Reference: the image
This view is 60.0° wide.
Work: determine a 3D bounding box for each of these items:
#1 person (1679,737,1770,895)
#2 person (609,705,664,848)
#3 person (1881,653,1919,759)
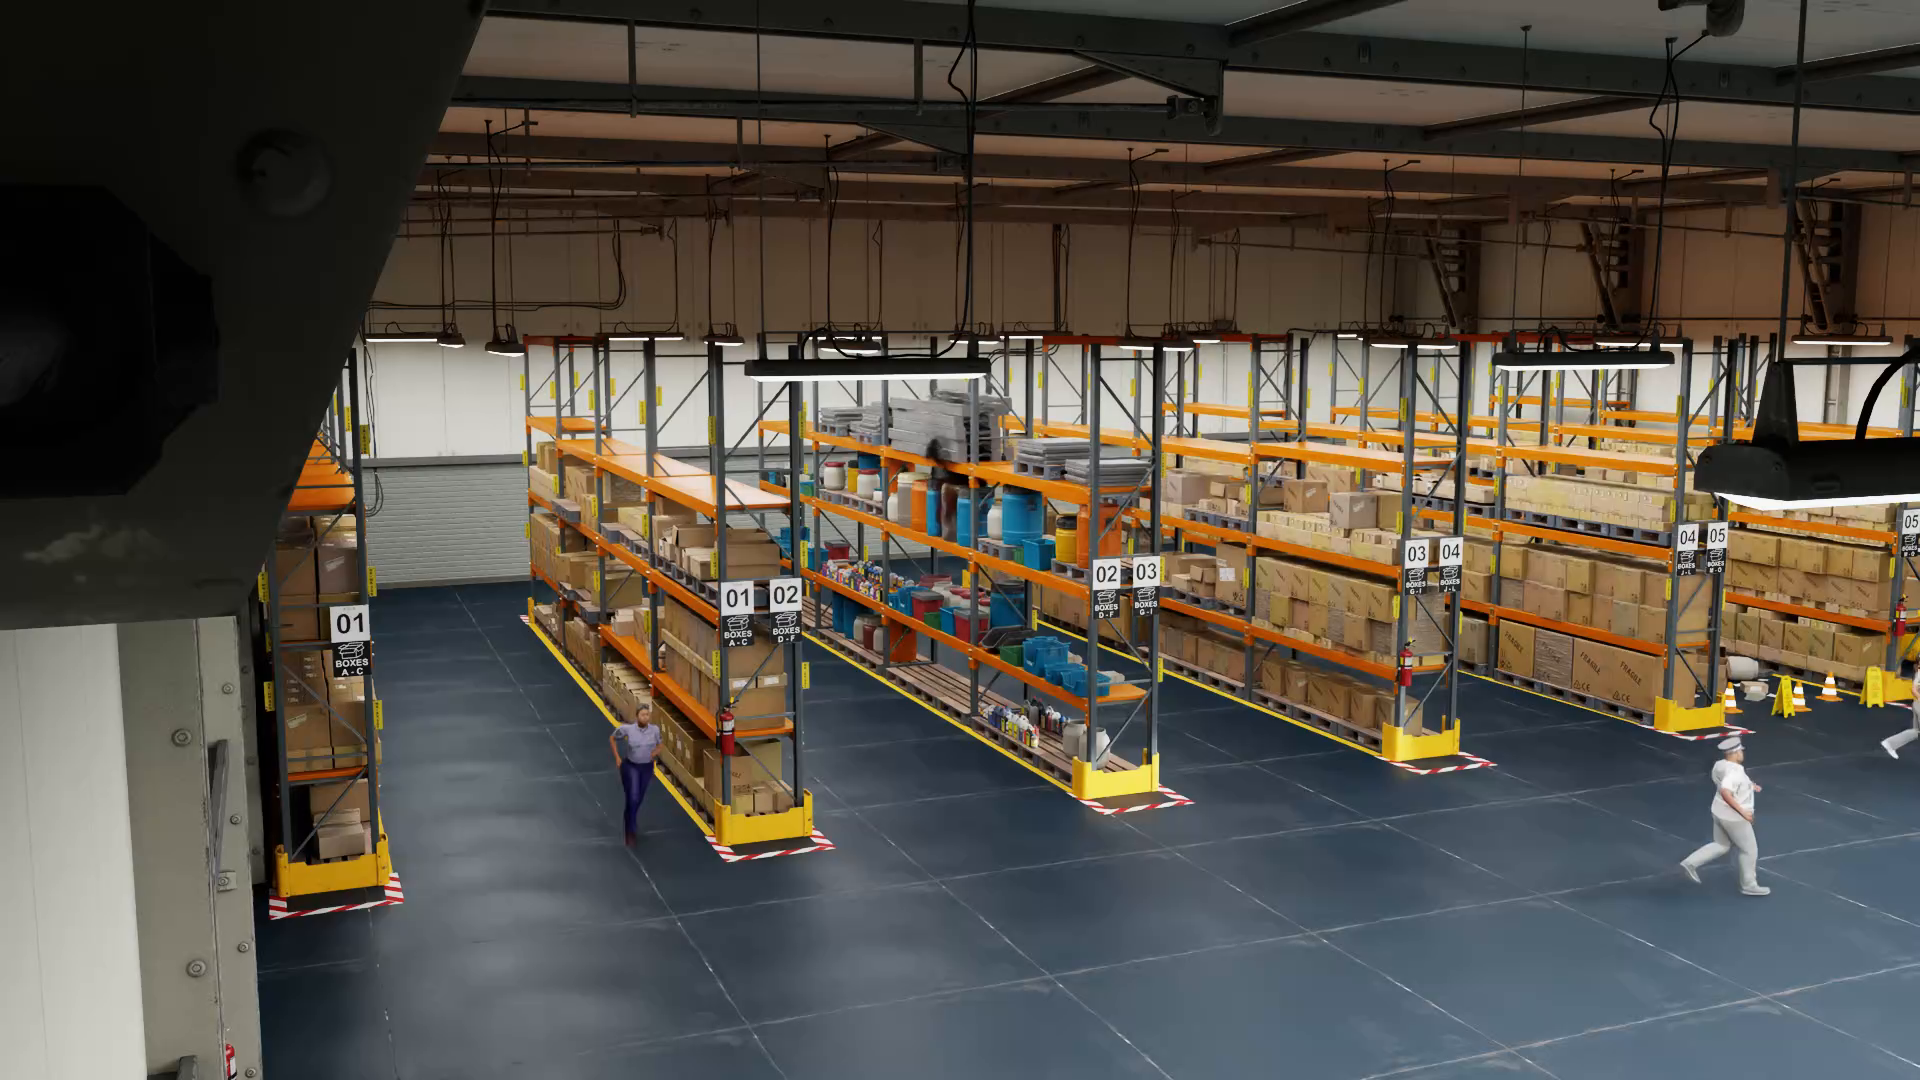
[{"bbox_3d":[8.464,3.027,18.279,0.953,1.750,0.672,0,8,0],"label":"person"},{"bbox_3d":[-3.933,2.843,20.369,0.616,1.691,0.763,-5,9,-33],"label":"person"},{"bbox_3d":[13.552,2.392,23.434,0.929,1.644,0.574,3,8,21],"label":"person"}]
